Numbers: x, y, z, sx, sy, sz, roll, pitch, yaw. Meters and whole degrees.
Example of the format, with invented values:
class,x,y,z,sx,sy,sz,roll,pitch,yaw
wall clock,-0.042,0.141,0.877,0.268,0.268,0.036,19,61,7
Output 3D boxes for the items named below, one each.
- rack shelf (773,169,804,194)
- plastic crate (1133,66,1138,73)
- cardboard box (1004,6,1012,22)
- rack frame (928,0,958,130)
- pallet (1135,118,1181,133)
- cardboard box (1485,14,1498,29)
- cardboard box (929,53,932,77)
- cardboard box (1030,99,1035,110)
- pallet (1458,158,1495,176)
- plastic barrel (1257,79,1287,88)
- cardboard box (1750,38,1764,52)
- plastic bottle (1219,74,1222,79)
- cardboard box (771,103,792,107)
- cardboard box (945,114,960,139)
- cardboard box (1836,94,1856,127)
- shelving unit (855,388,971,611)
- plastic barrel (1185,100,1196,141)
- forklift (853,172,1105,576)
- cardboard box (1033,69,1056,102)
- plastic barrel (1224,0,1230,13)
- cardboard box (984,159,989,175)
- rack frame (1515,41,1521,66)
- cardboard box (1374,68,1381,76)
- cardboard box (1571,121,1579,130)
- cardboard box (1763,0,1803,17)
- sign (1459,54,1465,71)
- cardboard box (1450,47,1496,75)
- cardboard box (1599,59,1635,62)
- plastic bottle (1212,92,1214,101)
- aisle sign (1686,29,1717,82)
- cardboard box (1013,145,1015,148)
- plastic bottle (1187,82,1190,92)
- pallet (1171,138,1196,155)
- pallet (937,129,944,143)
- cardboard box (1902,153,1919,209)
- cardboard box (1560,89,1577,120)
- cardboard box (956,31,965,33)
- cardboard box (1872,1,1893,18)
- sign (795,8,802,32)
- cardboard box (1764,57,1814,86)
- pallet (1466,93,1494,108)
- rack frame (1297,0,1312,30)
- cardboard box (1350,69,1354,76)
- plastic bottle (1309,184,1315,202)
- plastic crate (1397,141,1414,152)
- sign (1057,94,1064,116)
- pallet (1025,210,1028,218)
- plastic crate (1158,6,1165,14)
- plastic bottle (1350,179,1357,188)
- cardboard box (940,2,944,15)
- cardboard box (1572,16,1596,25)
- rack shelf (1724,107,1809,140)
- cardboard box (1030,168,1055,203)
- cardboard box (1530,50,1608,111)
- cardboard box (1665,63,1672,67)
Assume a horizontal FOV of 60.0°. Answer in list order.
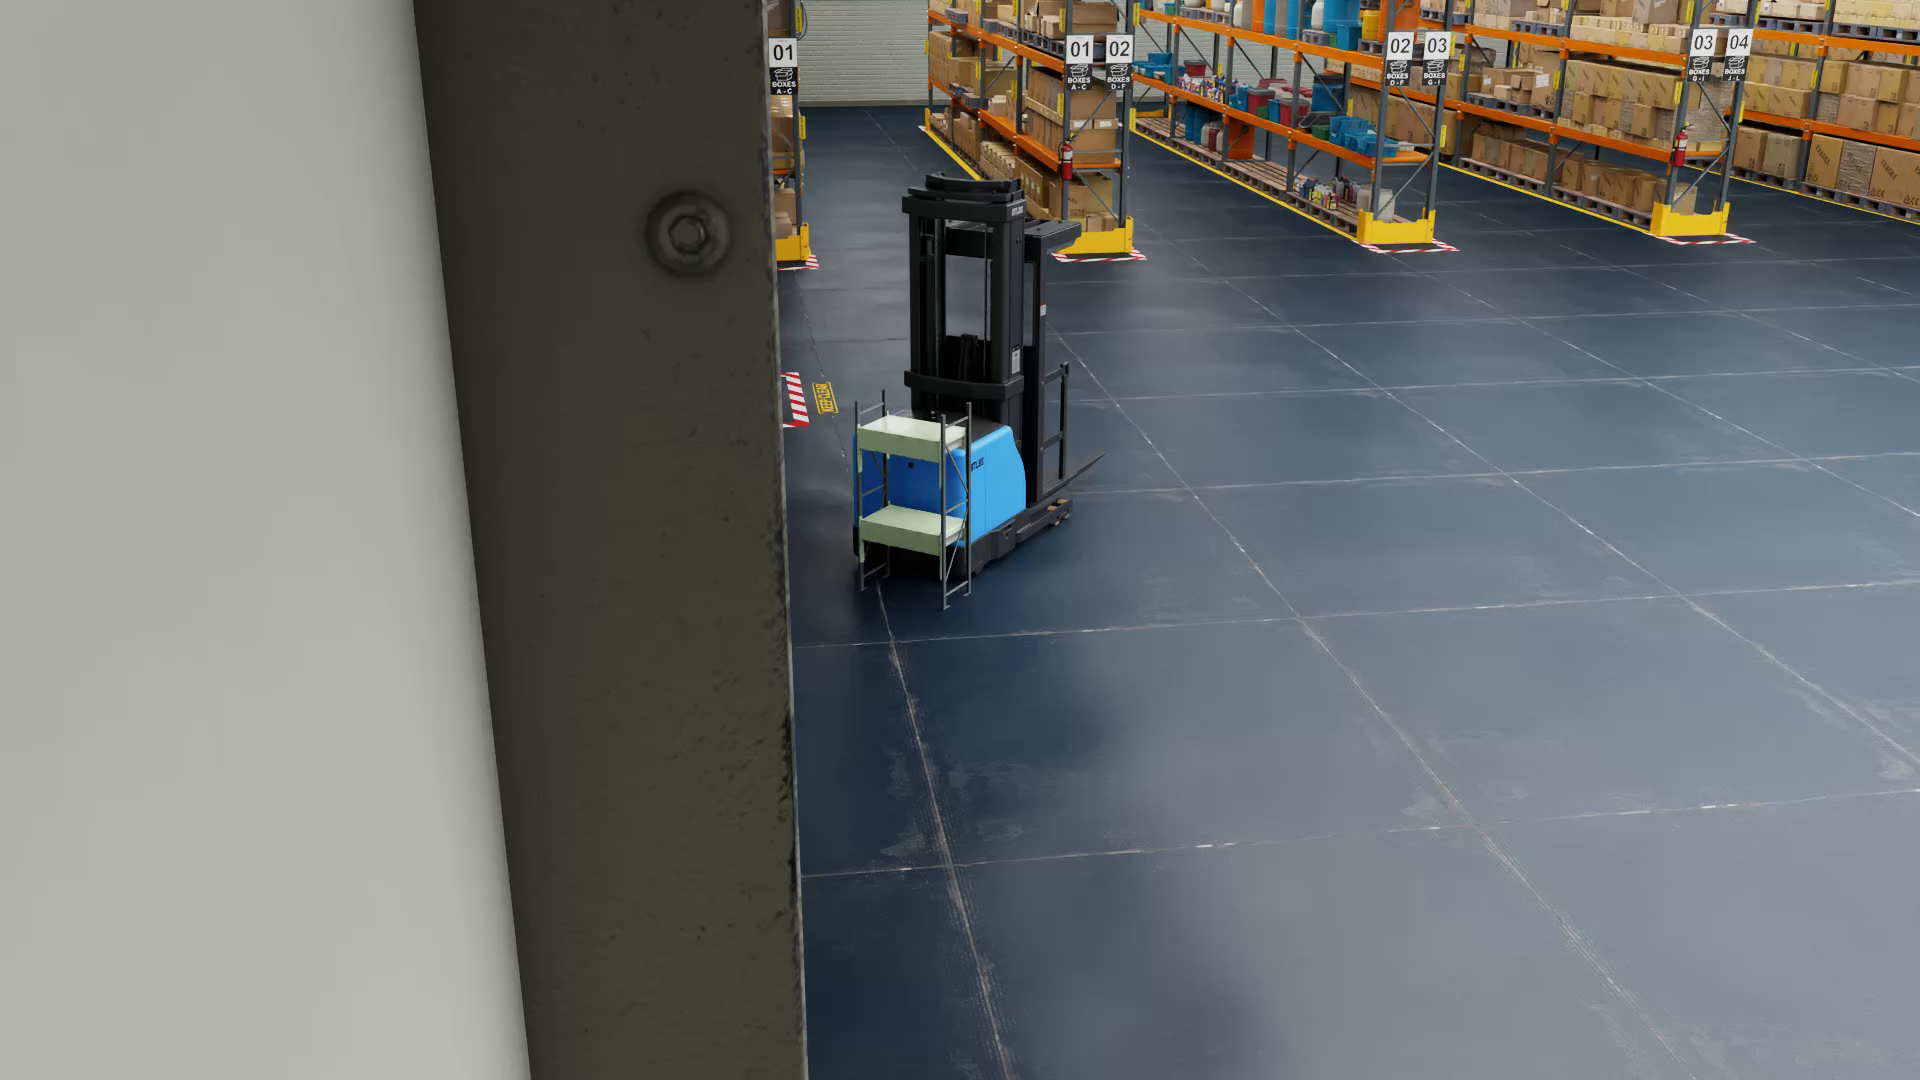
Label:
class,x,y,z,sx,sy,sz,roll,pitch,yaw
rack shelf,-3.142,-5.973,26.449,1.077,0.370,4.000,-3,21,-8
plastic crate,4.317,-11.344,40.092,0.250,0.136,0.298,-3,21,-8
cardboard box,1.109,-9.835,31.089,0.500,0.250,0.500,-2,21,-6
rack frame,-0.259,-11.408,39.973,1.000,3.000,0.127,-3,21,-8
pallet,4.724,-10.063,40.357,1.003,0.211,1.213,-3,21,-8
cardboard box,10.587,-10.118,32.447,0.500,0.250,0.500,-2,21,-6
cardboard box,-0.456,-11.288,39.509,0.500,0.500,0.500,-2,21,-7
cardboard box,1.393,-7.325,27.971,0.380,0.149,0.250,-3,21,-9
pallet,10.809,-7.560,33.655,1.003,0.211,1.213,-3,21,-8
plastic barrel,6.163,-8.805,32.809,0.600,0.536,0.708,-3,21,-8
cardboard box,19.438,-12.038,40.087,0.500,0.500,0.500,-3,21,-7
plastic bottle,5.676,-9.947,36.131,0.144,0.351,0.185,-3,21,-8
cardboard box,-2.841,-6.617,26.260,0.500,0.500,0.500,-2,21,-6
cardboard box,-0.045,-9.241,37.115,0.500,0.500,0.500,-3,21,-8
cardboard box,16.364,-7.721,29.886,0.875,0.550,0.550,-3,21,-8
shelving unit,-0.344,-0.307,12.395,0.755,1.500,0.431,12,23,28
plastic barrel,5.281,-9.296,36.718,0.600,0.901,0.708,-3,21,-8
forklift,0.306,-1.566,13.720,1.130,2.935,3.031,11,23,27
cardboard box,1.615,-7.580,27.726,0.700,0.500,0.500,-3,21,-8
plastic barrel,5.497,-10.788,33.623,0.301,0.262,0.301,0,20,0
cardboard box,0.752,-7.177,31.974,0.500,0.250,0.500,-3,21,-9
rack frame,14.467,-12.122,41.884,1.000,3.000,0.127,-3,21,-8
cardboard box,9.798,-10.730,37.947,0.500,0.250,0.500,-3,21,-9
cardboard box,11.094,-7.372,29.526,0.380,0.149,0.250,-3,21,-8
cardboard box,15.727,-10.170,31.754,0.500,0.311,0.500,-4,21,-10
sign,10.149,-9.650,33.611,0.100,0.325,0.005,-3,21,-8
cardboard box,10.608,-9.907,34.378,0.797,0.503,0.637,-2,21,-6
cardboard box,11.611,-8.264,29.559,0.500,0.500,0.500,-3,21,-8
plastic bottle,5.242,-9.134,34.169,0.097,0.201,0.097,0,20,0
aisle sign,11.563,-7.548,25.922,0.394,0.787,0.004,-3,21,-8
cardboard box,1.295,-7.461,31.933,0.500,0.311,0.500,-3,21,-9
plastic bottle,4.966,-9.797,35.944,0.097,0.201,0.097,0,20,0
pallet,5.290,-8.696,36.698,1.003,0.211,1.213,-3,21,-8
pallet,0.040,-9.378,38.523,1.003,0.211,1.213,-3,21,-8
cardboard box,16.610,-6.015,27.969,0.875,0.875,0.875,-3,21,-7
cardboard box,11.278,-7.779,29.688,0.875,0.500,0.500,-3,21,-8
cardboard box,0.077,-11.783,39.405,0.500,0.500,0.500,-3,21,-8
cardboard box,16.138,-9.152,28.692,0.500,0.250,0.500,-3,21,-8
sign,-2.317,-7.459,23.864,0.100,0.325,0.005,-3,21,-8
cardboard box,15.971,-9.007,31.972,0.700,0.500,0.500,-3,21,-7
pallet,10.906,-8.805,33.279,1.213,0.211,1.003,-3,21,-8
rack frame,6.373,-10.312,28.465,1.000,3.000,0.127,-3,21,-8
cardboard box,9.492,-11.117,39.552,0.380,0.149,0.250,-3,21,-9
plastic bottle,6.088,-6.010,28.775,0.061,0.283,0.133,-2,21,-5
plastic crate,7.139,-6.319,26.726,0.298,0.136,0.250,-3,21,-8
sign,1.508,-6.499,24.837,0.100,0.325,0.005,-3,21,-8
pallet,1.544,-5.670,28.594,1.003,0.211,1.213,-3,21,-8
plastic crate,4.660,-11.974,37.579,0.293,0.136,0.466,-3,21,-8
plastic bottle,6.825,-6.080,28.866,0.144,0.351,0.185,-3,21,-8
cardboard box,-0.158,-11.859,37.109,0.500,0.250,0.500,-3,21,-8
cardboard box,11.016,-9.145,29.272,0.380,0.149,0.250,-4,21,-9
rack shelf,15.909,-8.322,32.739,1.077,0.370,4.000,-3,21,-8
cardboard box,1.446,-5.818,27.263,0.500,0.500,0.500,-3,21,-8
cardboard box,11.298,-8.512,30.760,1.000,1.000,1.000,-3,21,-7
cardboard box,15.062,-9.943,34.959,0.380,0.149,0.250,-3,21,-8
